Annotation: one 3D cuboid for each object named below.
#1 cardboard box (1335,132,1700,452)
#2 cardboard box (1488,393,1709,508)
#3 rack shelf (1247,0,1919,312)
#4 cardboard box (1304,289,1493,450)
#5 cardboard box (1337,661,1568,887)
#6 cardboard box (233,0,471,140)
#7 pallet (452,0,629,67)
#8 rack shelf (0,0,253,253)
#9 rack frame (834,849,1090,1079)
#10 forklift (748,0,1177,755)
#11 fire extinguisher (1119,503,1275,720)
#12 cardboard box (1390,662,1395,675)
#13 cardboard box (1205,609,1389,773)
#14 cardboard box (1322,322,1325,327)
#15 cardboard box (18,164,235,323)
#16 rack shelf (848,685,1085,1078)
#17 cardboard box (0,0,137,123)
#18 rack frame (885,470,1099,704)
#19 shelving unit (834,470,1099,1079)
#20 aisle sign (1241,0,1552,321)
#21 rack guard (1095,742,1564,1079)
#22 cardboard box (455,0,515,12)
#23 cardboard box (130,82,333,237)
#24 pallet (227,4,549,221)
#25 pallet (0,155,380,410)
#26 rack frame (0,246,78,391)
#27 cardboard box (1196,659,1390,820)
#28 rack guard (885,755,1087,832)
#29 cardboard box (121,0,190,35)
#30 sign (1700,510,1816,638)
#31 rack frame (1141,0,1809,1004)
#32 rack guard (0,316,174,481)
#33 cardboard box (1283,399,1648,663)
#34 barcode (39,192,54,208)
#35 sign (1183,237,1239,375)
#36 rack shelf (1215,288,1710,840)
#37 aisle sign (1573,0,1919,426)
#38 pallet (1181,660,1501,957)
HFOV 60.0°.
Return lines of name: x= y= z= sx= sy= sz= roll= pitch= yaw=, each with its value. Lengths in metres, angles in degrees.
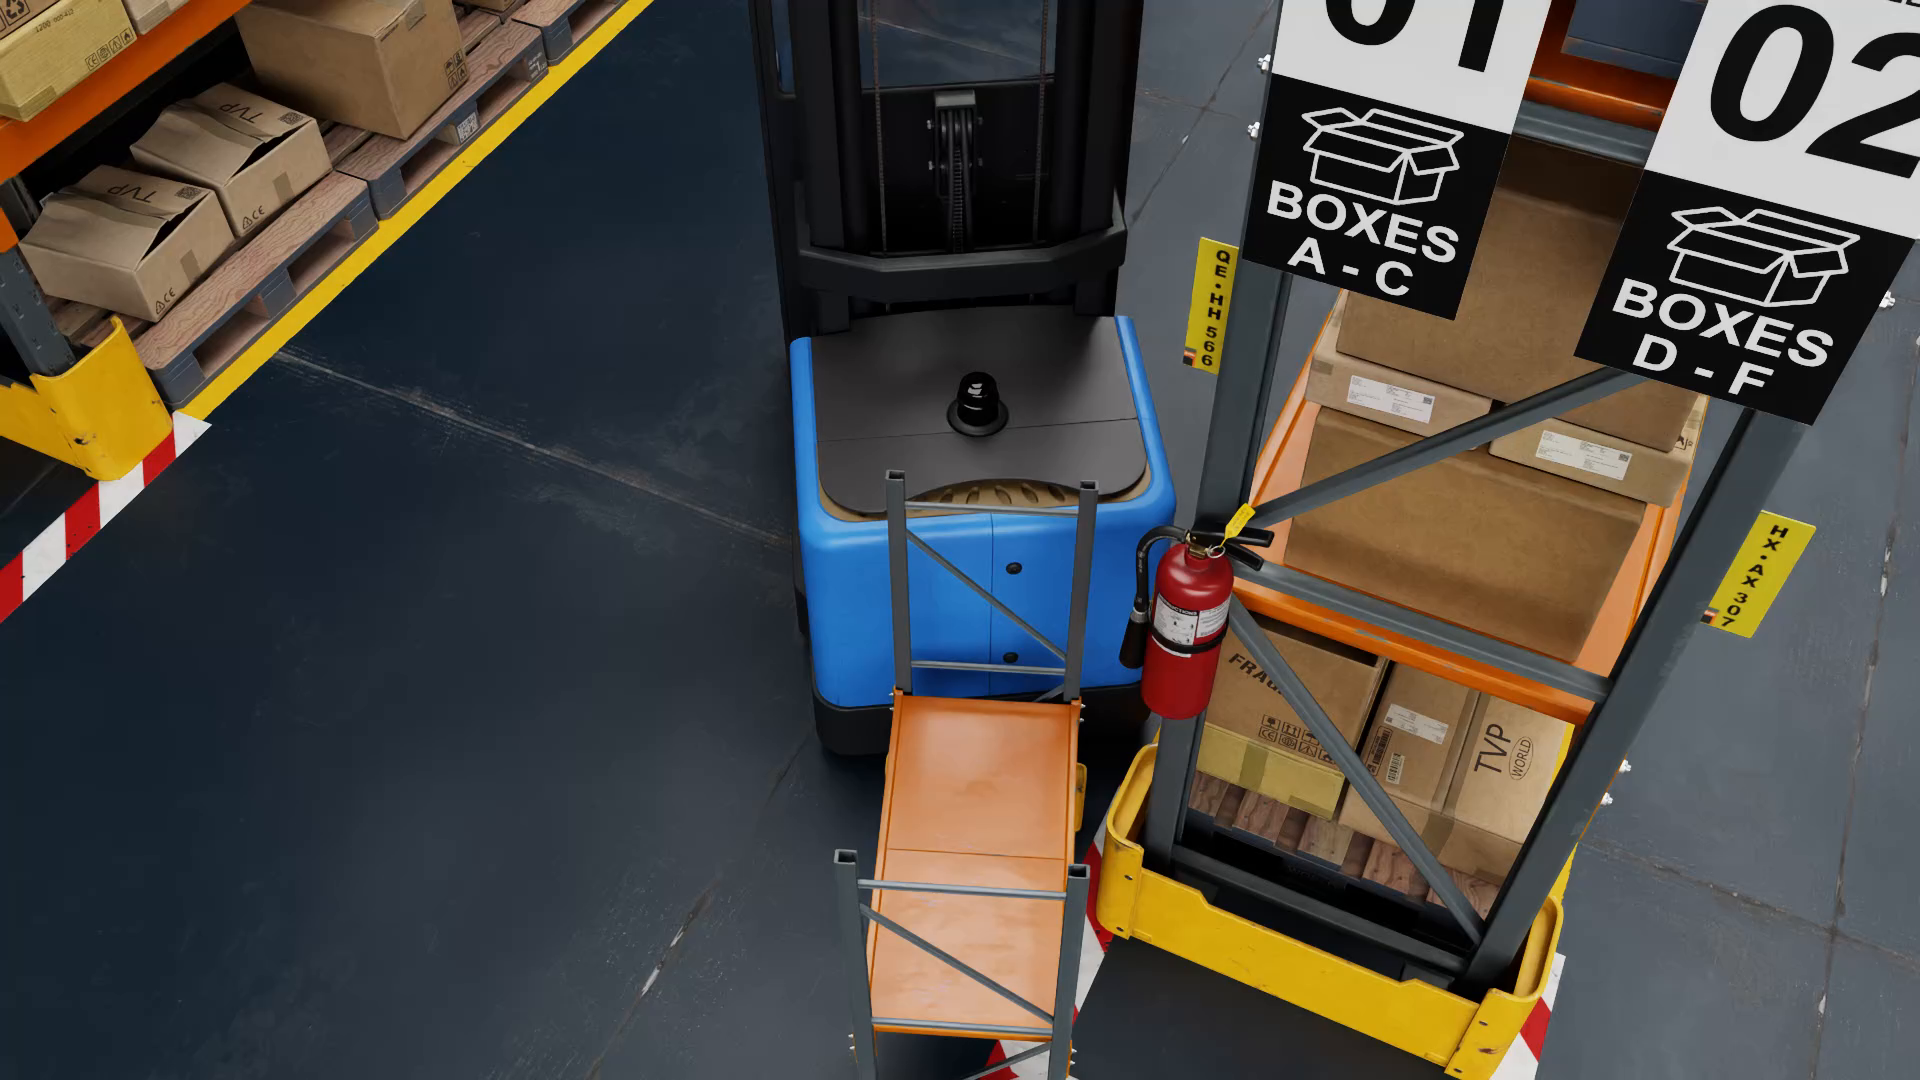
cardboard box: x=1.217 y=-0.618 z=3.389 sx=0.700 sy=0.500 sz=0.500 roll=20 pitch=52 yaw=16
cardboard box: x=1.346 y=-0.254 z=3.505 sx=0.380 sy=0.149 sz=0.250 roll=19 pitch=52 yaw=16
rack shelf: x=1.838 y=-1.927 z=3.923 sx=1.077 sy=0.370 sz=4.000 roll=20 pitch=52 yaw=16
cardboard box: x=0.975 y=-0.379 z=3.611 sx=0.380 sy=0.149 sz=0.250 roll=19 pitch=52 yaw=15
cardboard box: x=1.414 y=0.647 z=4.760 sx=0.500 sy=0.250 sz=0.500 roll=20 pitch=52 yaw=16
cardboard box: x=-2.518 y=-2.082 z=6.904 sx=0.700 sy=0.500 sz=0.500 roll=17 pitch=52 yaw=14
pallet: x=-2.043 y=-2.797 z=7.992 sx=1.003 sy=0.211 sz=1.213 roll=20 pitch=52 yaw=16
rack shelf: x=-2.642 y=-2.565 z=6.435 sx=1.077 sy=0.370 sz=4.000 roll=20 pitch=52 yaw=16
rack frame: x=0.004 y=1.118 z=3.814 sx=0.500 sy=1.500 sz=0.032 roll=3 pitch=50 yaw=3
forklift: x=-0.062 y=-1.423 z=5.037 sx=1.130 sy=2.935 sz=3.031 roll=-4 pitch=50 yaw=-4
fire extinguisher: x=0.513 y=0.144 z=3.709 sx=0.296 sy=0.674 sz=0.183 roll=20 pitch=52 yaw=16
cardboard box: x=1.624 y=0.301 z=5.054 sx=0.500 sy=0.250 sz=0.500 roll=20 pitch=52 yaw=16
cardboard box: x=0.944 y=0.235 z=4.618 sx=0.500 sy=0.500 sz=0.500 roll=20 pitch=52 yaw=16
cardboard box: x=1.358 y=-0.459 z=5.208 sx=0.500 sy=0.500 sz=0.500 roll=20 pitch=52 yaw=16
cardboard box: x=-3.120 y=-1.139 z=6.226 sx=0.500 sy=0.311 sz=0.500 roll=14 pitch=51 yaw=12
rack shelf: x=0.039 y=0.848 z=4.280 sx=0.538 sy=0.185 sz=1.000 roll=3 pitch=50 yaw=3
cardboard box: x=-3.001 y=-1.611 z=5.237 sx=0.500 sy=0.250 sz=0.500 roll=18 pitch=52 yaw=15
rack frame: x=0.075 y=0.345 z=4.471 sx=0.500 sy=1.500 sz=0.032 roll=3 pitch=50 yaw=3
shelving unit: x=0.040 y=0.725 z=4.149 sx=0.587 sy=1.500 sz=1.083 roll=3 pitch=50 yaw=3
aisle sign: x=0.690 y=-0.704 z=2.673 sx=0.394 sy=0.787 sz=0.004 roll=20 pitch=52 yaw=16
rack guard: x=0.973 y=1.015 z=4.558 sx=1.175 sy=0.500 sz=0.348 roll=20 pitch=52 yaw=16
cardboard box: x=-2.195 y=-2.780 z=7.498 sx=0.500 sy=0.500 sz=0.500 roll=16 pitch=52 yaw=13
cardboard box: x=-2.876 y=-1.531 z=6.560 sx=0.500 sy=0.311 sz=0.500 roll=24 pitch=54 yaw=19
pallet: x=-2.563 y=-1.954 z=7.274 sx=1.003 sy=0.211 sz=1.213 roll=20 pitch=52 yaw=16
pallet: x=-3.085 y=-1.117 z=6.562 sx=1.003 sy=0.211 sz=1.213 roll=20 pitch=52 yaw=16
rack frame: x=-3.497 y=-1.420 z=4.989 sx=1.000 sy=3.000 sz=0.127 roll=20 pitch=52 yaw=16
cardboard box: x=0.946 y=0.478 z=4.903 sx=0.500 sy=0.250 sz=0.500 roll=20 pitch=52 yaw=16
rack guard: x=0.075 y=0.751 z=4.947 sx=0.587 sy=0.250 sz=0.087 roll=3 pitch=50 yaw=3
cardboard box: x=-2.792 y=-1.973 z=5.545 sx=0.500 sy=0.250 sz=0.500 roll=18 pitch=52 yaw=15
sign: x=1.483 y=0.067 z=3.103 sx=0.100 sy=0.325 sz=0.005 roll=20 pitch=52 yaw=16
rack frame: x=0.984 y=0.189 z=3.620 sx=1.000 sy=3.000 sz=0.127 roll=20 pitch=52 yaw=16
rack guard: x=-3.464 y=-0.663 z=5.986 sx=1.175 sy=0.500 sz=0.348 roll=20 pitch=52 yaw=16
cardboard box: x=1.195 y=-0.161 z=3.852 sx=0.700 sy=0.500 sz=0.500 roll=20 pitch=52 yaw=16
barcode: x=-3.474 y=-1.284 z=6.344 sx=0.001 sy=0.075 sz=0.075 roll=20 pitch=52 yaw=16
sign: x=0.499 y=-0.449 z=3.247 sx=0.100 sy=0.325 sz=0.005 roll=20 pitch=52 yaw=16
rack shelf: x=1.838 y=-0.955 z=5.066 sx=1.077 sy=0.370 sz=4.000 roll=20 pitch=52 yaw=16
aisle sign: x=1.232 y=-0.509 z=2.506 sx=0.394 sy=0.787 sz=0.004 roll=20 pitch=52 yaw=16
pallet: x=1.272 y=0.552 z=5.141 sx=1.003 sy=0.211 sz=1.213 roll=20 pitch=52 yaw=16
